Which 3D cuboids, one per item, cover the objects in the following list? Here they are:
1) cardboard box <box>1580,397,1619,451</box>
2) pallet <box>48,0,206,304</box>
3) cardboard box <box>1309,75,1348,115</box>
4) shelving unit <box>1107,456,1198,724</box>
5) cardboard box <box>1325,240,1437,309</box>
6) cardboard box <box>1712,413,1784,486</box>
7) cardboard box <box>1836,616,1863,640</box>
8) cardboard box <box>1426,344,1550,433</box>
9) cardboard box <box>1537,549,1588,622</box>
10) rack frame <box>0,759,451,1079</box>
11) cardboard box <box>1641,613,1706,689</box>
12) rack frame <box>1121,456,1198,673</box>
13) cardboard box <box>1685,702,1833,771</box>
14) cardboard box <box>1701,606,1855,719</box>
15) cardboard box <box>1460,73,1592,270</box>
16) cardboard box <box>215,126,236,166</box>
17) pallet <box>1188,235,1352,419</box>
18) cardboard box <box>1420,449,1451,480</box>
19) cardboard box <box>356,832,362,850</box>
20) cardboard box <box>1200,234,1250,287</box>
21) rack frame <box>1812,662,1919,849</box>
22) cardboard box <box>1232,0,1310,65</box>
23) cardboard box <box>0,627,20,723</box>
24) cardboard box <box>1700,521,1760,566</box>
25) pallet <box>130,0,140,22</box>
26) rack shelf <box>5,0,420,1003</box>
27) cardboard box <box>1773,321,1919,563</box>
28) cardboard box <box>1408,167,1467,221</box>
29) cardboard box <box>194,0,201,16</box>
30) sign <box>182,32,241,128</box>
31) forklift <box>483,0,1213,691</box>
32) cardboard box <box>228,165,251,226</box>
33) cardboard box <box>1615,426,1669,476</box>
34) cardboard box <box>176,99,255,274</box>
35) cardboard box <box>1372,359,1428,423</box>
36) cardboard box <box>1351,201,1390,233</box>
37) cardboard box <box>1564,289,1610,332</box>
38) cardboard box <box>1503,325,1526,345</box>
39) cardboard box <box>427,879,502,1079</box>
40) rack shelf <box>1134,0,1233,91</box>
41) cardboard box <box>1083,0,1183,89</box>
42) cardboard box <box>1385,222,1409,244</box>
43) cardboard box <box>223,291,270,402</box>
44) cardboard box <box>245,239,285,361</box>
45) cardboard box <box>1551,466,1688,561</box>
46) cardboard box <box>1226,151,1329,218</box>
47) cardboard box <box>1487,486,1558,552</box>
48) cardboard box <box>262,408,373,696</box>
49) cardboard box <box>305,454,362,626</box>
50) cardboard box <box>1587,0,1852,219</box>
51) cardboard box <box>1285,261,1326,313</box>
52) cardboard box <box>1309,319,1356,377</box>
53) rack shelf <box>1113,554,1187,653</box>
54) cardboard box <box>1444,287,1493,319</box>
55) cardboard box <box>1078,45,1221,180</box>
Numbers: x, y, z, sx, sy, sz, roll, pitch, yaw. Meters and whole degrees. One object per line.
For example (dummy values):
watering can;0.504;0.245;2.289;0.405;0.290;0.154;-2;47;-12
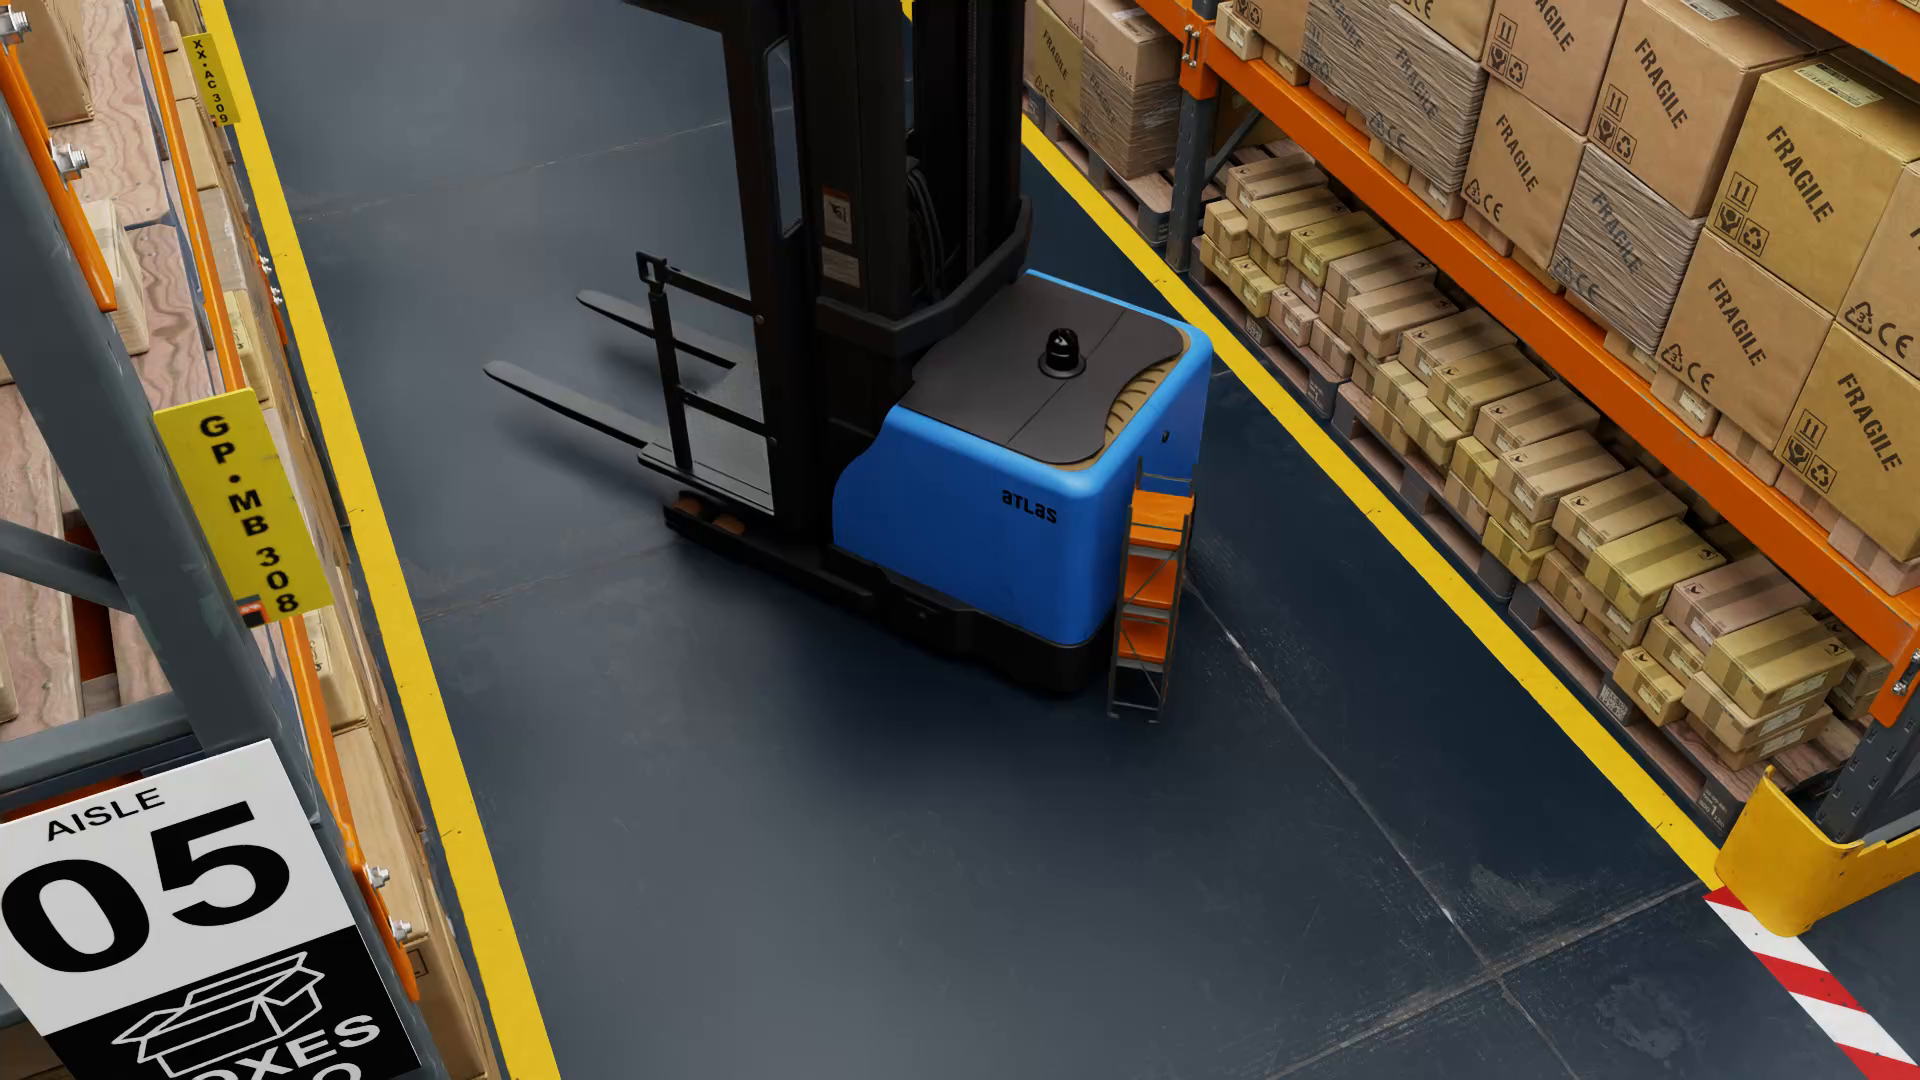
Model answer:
cardboard box;2.568;-0.455;6.595;0.380;0.149;0.250;-16;47;-15
pallet;-2.125;-0.745;3.297;1.003;0.211;1.213;-18;47;-17
cardboard box;1.638;-1.872;6.691;0.380;0.149;0.250;-20;48;-19
shelving unit;0.663;0.197;5.803;0.215;1.050;0.252;9;45;9
cardboard box;1.780;-1.103;7.039;0.380;0.149;0.250;-19;48;-18
cardboard box;2.579;-0.347;5.145;0.380;0.149;0.250;-18;48;-18
cardboard box;3.250;0.232;5.686;0.380;0.149;0.250;-20;48;-19
cardboard box;2.071;-0.598;6.528;0.380;0.149;0.250;-18;47;-17
cardboard box;2.403;0.123;6.220;0.380;0.149;0.250;-18;47;-17
rack frame;-1.287;1.539;3.054;1.000;3.000;0.127;-18;47;-17
cardboard box;2.620;0.338;5.791;0.380;0.149;0.250;-19;48;-18
rack frame;0.689;0.113;5.888;0.200;1.050;0.008;9;45;9
cardboard box;2.751;0.604;5.733;0.380;0.149;0.250;-17;47;-17
cardboard box;2.709;0.404;5.512;0.380;0.149;0.250;-18;47;-17
cardboard box;2.105;-1.310;5.659;0.500;0.500;0.500;-16;47;-15
cardboard box;-2.898;-1.498;5.883;0.500;0.250;0.500;-19;48;-19
pallet;1.794;-1.126;7.741;1.003;0.211;1.213;-18;47;-17
cardboard box;2.104;-0.384;6.735;0.380;0.149;0.250;-17;47;-16
cardboard box;-1.185;0.609;2.752;0.380;0.149;0.250;-17;47;-17
cardboard box;1.341;-1.344;7.707;0.380;0.149;0.250;-20;48;-19
rack frame;3.162;0.013;4.601;1.000;3.000;0.127;-18;47;-17
cardboard box;1.459;-2.288;6.650;0.500;0.500;0.500;-19;48;-18
cardboard box;-1.558;0.080;2.135;0.500;0.250;0.500;-22;49;-21
cardboard box;2.927;0.042;6.091;0.380;0.149;0.250;-17;47;-17
pallet;-2.634;-1.521;4.084;1.003;0.211;1.213;-18;47;-17
rack shelf;-2.128;-0.547;3.545;1.077;0.370;4.000;-18;47;-17
cardboard box;2.739;-0.339;4.675;0.500;0.500;0.500;-17;47;-17
cardboard box;1.900;-1.345;6.156;0.380;0.149;0.250;-16;47;-16
cardboard box;-4.879;-3.136;9.364;0.950;0.372;0.625;-21;48;-20
sign;-2.466;-1.511;5.473;0.100;0.325;0.005;-18;47;-17
forklift;-0.599;-1.276;5.956;3.031;2.935;1.130;23;49;22
cardboard box;-2.914;-1.315;6.054;0.500;0.250;0.500;-19;48;-18
cardboard box;2.747;-0.419;6.347;0.380;0.149;0.250;-16;47;-16
cardboard box;-2.314;-0.856;4.699;0.500;0.500;0.500;-19;48;-18
cardboard box;1.919;-0.637;6.779;0.380;0.149;0.250;-18;48;-18
cardboard box;2.026;-1.501;7.655;0.380;0.149;0.250;-20;48;-19
cardboard box;2.306;-0.869;5.674;0.380;0.149;0.250;-20;48;-19
cardboard box;2.481;-0.923;6.857;0.380;0.149;0.250;-20;48;-19
cardboard box;-1.228;1.113;3.415;0.500;0.500;0.500;-18;48;-18
rack shelf;0.639;-3.554;8.729;1.077;0.370;4.000;-18;47;-17
cardboard box;0.937;-2.463;8.057;0.500;0.250;0.500;-19;48;-18
cardboard box;2.120;-1.425;7.366;0.380;0.149;0.250;-18;48;-18
cardboard box;-1.799;-0.392;3.767;0.380;0.149;0.250;-19;48;-18
cardboard box;-2.542;-0.825;5.380;0.500;0.500;0.500;-18;47;-17
cardboard box;2.380;-0.084;6.007;0.380;0.149;0.250;-20;48;-19
cardboard box;1.437;-1.602;7.545;0.380;0.149;0.250;-16;47;-16
cardboard box;2.231;-0.136;6.272;0.380;0.149;0.250;-17;47;-17
cardboard box;-1.677;0.105;3.725;0.500;0.500;0.500;-18;48;-18
cardboard box;-1.890;0.155;4.386;0.500;0.500;0.500;-17;47;-16
cardboard box;2.304;-1.354;4.992;0.500;0.500;0.500;-16;47;-15
cardboard box;1.665;-1.172;7.321;0.380;0.149;0.250;-18;47;-18
cardboard box;1.757;-0.884;7.241;0.380;0.149;0.250;-19;48;-18
rack shelf;0.663;0.204;5.810;0.215;0.259;0.240;9;45;9
cardboard box;2.296;-0.990;7.137;0.380;0.149;0.250;-17;47;-16
cardboard box;0.940;-2.193;8.318;0.500;0.500;0.500;-19;48;-18
